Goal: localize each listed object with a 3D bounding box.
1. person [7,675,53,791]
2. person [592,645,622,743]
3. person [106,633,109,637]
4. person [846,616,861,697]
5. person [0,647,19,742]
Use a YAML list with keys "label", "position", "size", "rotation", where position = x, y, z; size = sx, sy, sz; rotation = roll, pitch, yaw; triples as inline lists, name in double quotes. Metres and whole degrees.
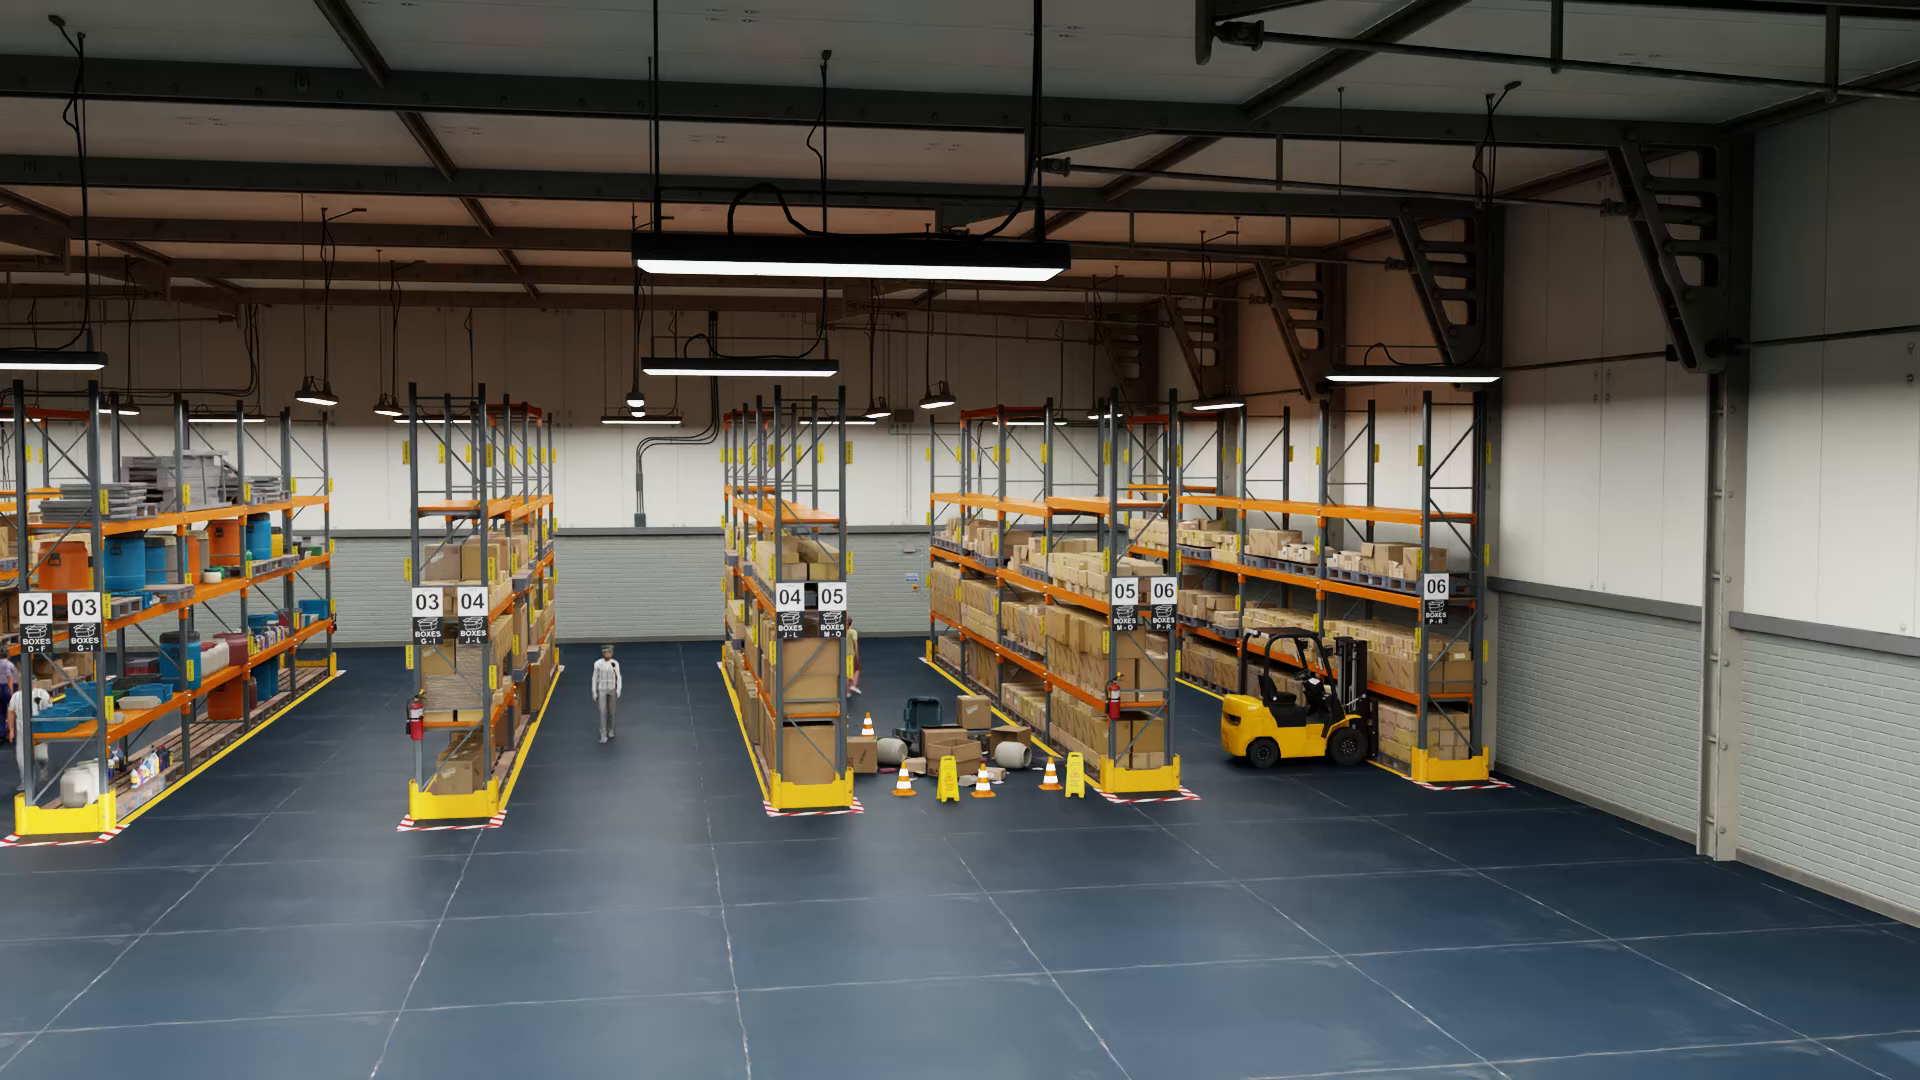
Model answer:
- label: "person"
  position: [-14.032, 2.870, 25.126]
  size: [0.626, 1.742, 0.637]
  rotation: [-1, 3, -19]
- label: "person"
  position: [-6.206, 2.698, 29.335]
  size: [0.516, 1.672, 0.718]
  rotation: [-1, 3, -20]
- label: "person"
  position: [-19.918, 2.270, 37.985]
  size: [0.794, 1.687, 0.599]
  rotation: [0, 3, -9]
- label: "person"
  position: [-2.296, 2.416, 34.473]
  size: [0.494, 1.651, 0.473]
  rotation: [0, 3, 9]
- label: "person"
  position: [-16.699, 2.705, 29.103]
  size: [0.546, 1.633, 0.462]
  rotation: [0, 3, -2]
